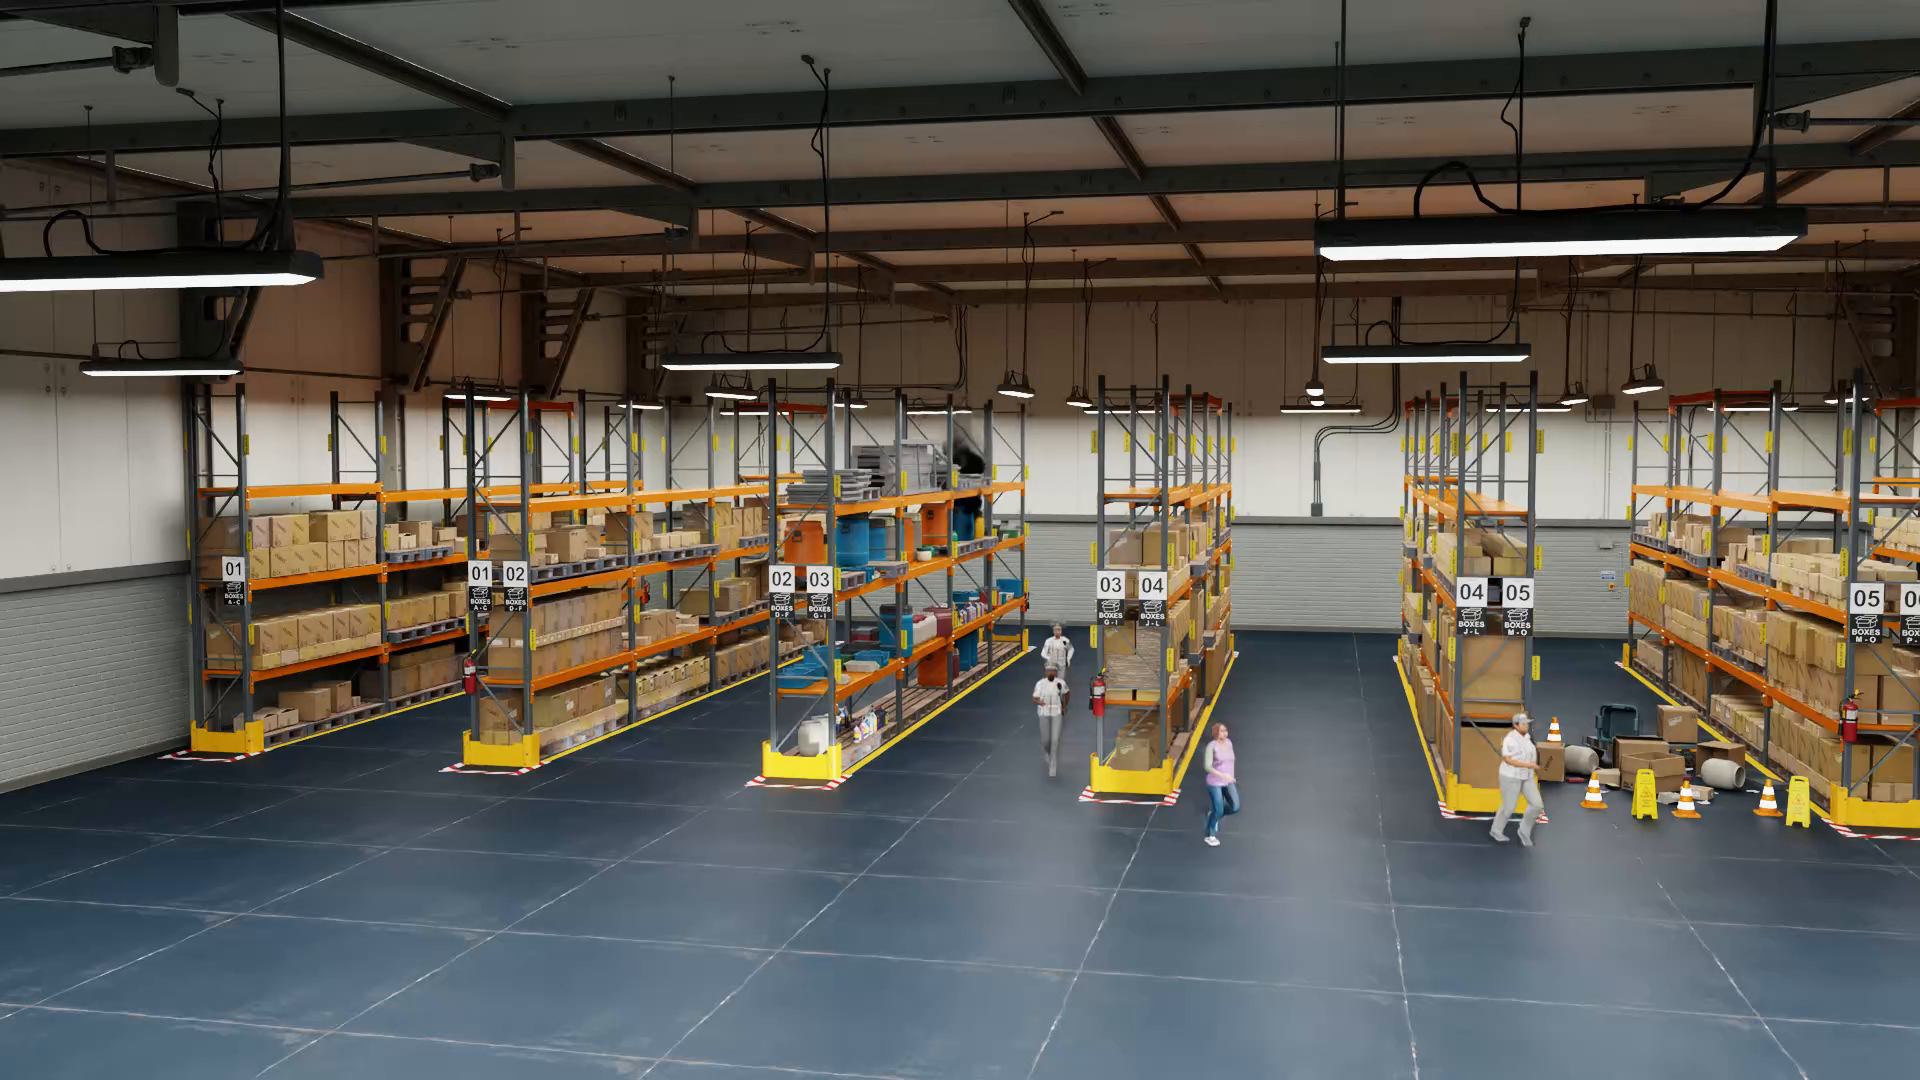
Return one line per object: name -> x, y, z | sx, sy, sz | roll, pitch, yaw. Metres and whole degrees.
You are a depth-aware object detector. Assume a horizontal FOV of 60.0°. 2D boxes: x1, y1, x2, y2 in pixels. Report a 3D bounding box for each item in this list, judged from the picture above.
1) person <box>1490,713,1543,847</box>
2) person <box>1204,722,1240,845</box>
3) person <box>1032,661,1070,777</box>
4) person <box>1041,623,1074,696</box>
person -> 6.976, 3.009, 20.746 | 0.621, 1.725, 0.710 | -2, 4, -33
person -> 3.279, 3.041, 20.712 | 0.563, 1.554, 0.603 | -2, 4, -29
person -> 1.387, 2.688, 25.377 | 0.579, 1.699, 0.923 | 0, 3, 5
person -> 1.834, 2.374, 31.146 | 0.618, 1.664, 0.890 | 0, 3, 1
